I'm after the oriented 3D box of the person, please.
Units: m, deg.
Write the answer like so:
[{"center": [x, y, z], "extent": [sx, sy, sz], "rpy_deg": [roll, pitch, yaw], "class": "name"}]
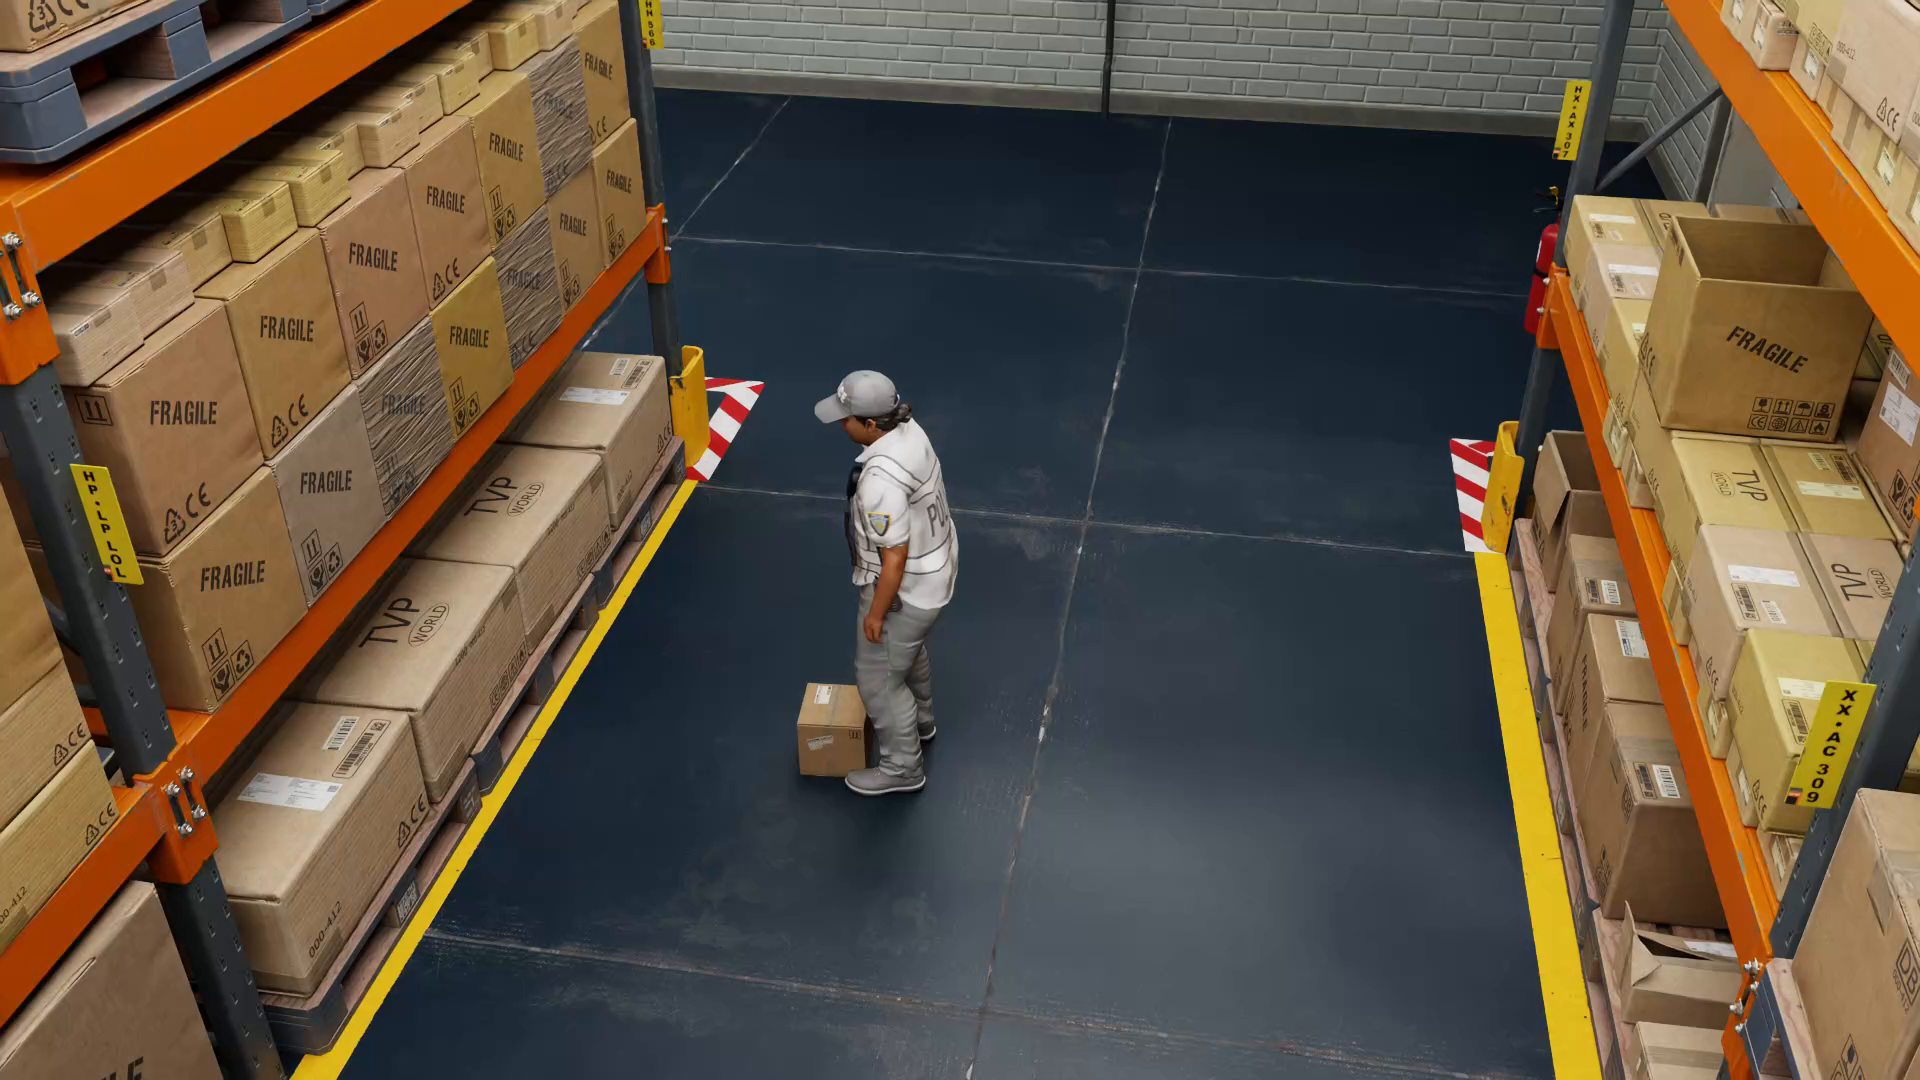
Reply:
[{"center": [-0.246, 0.143, 5.909], "extent": [0.467, 1.665, 0.538], "rpy_deg": [5, 33, 7], "class": "person"}]
